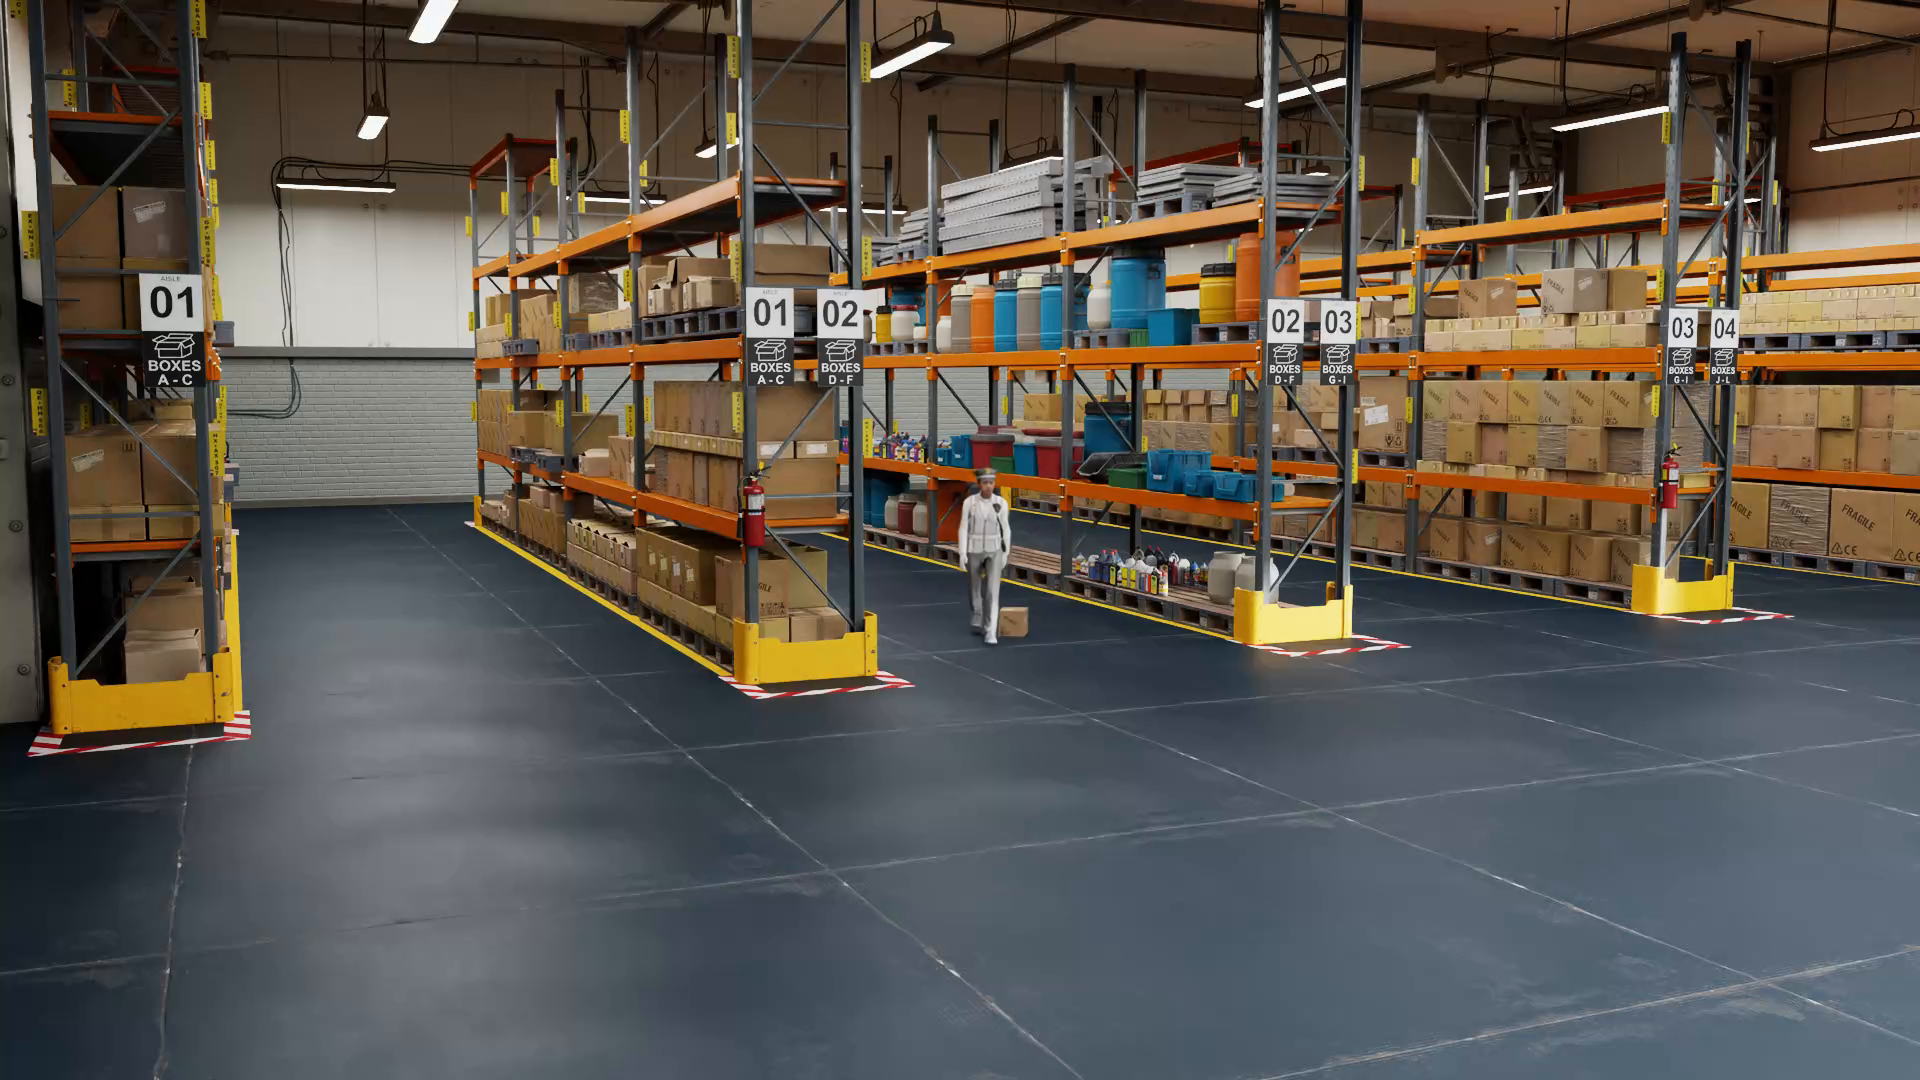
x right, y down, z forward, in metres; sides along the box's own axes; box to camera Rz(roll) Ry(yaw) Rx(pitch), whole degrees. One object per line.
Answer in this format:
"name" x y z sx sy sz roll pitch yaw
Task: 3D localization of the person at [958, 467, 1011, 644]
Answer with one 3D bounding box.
"person" 0.231 0.114 15.673 0.488 1.621 1.025 0 6 4
